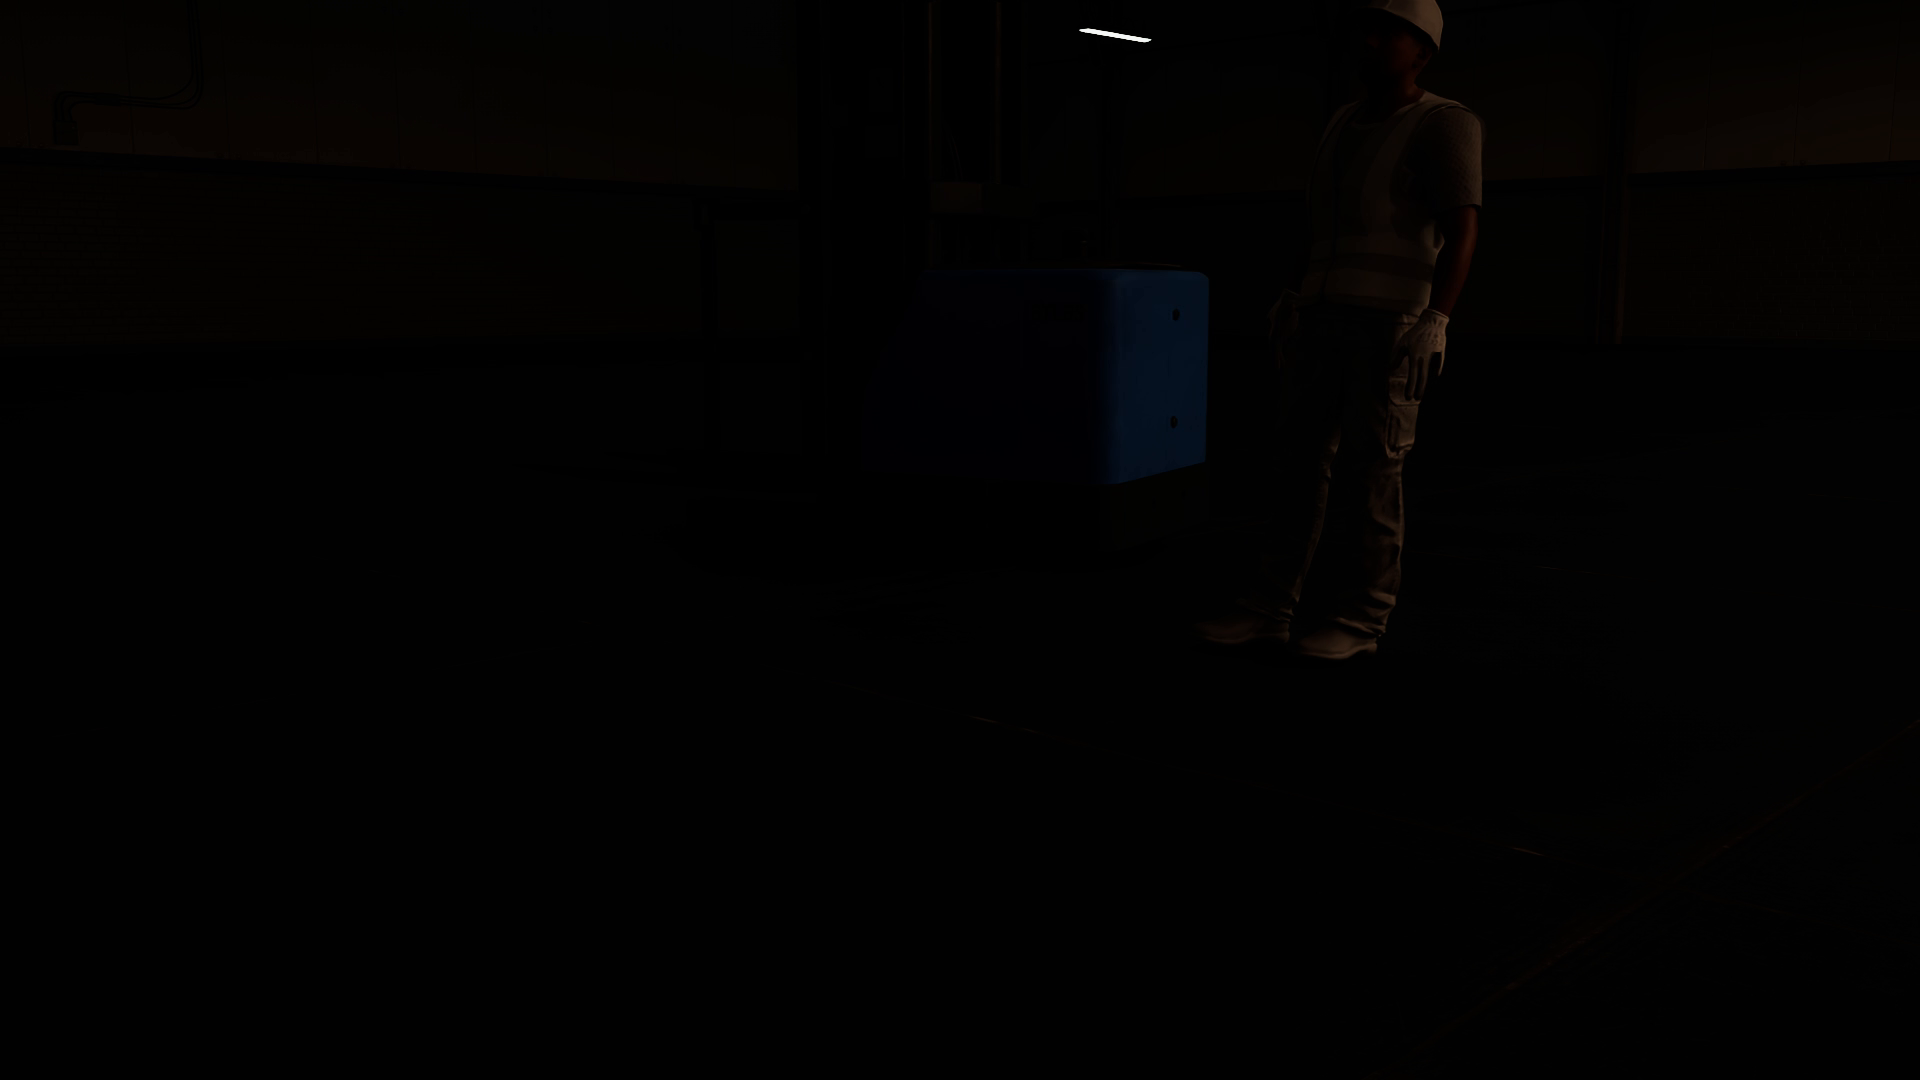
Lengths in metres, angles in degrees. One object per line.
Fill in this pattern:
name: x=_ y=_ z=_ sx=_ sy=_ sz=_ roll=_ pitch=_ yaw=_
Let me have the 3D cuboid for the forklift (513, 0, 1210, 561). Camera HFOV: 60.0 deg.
forklift: x=-0.530 y=-1.506 z=6.876 sx=3.031 sy=2.935 sz=1.130 roll=5 pitch=10 yaw=28

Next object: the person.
person: x=1.016 y=-0.565 z=4.437 sx=0.578 sy=1.783 sz=0.660 roll=-4 pitch=10 yaw=-27
